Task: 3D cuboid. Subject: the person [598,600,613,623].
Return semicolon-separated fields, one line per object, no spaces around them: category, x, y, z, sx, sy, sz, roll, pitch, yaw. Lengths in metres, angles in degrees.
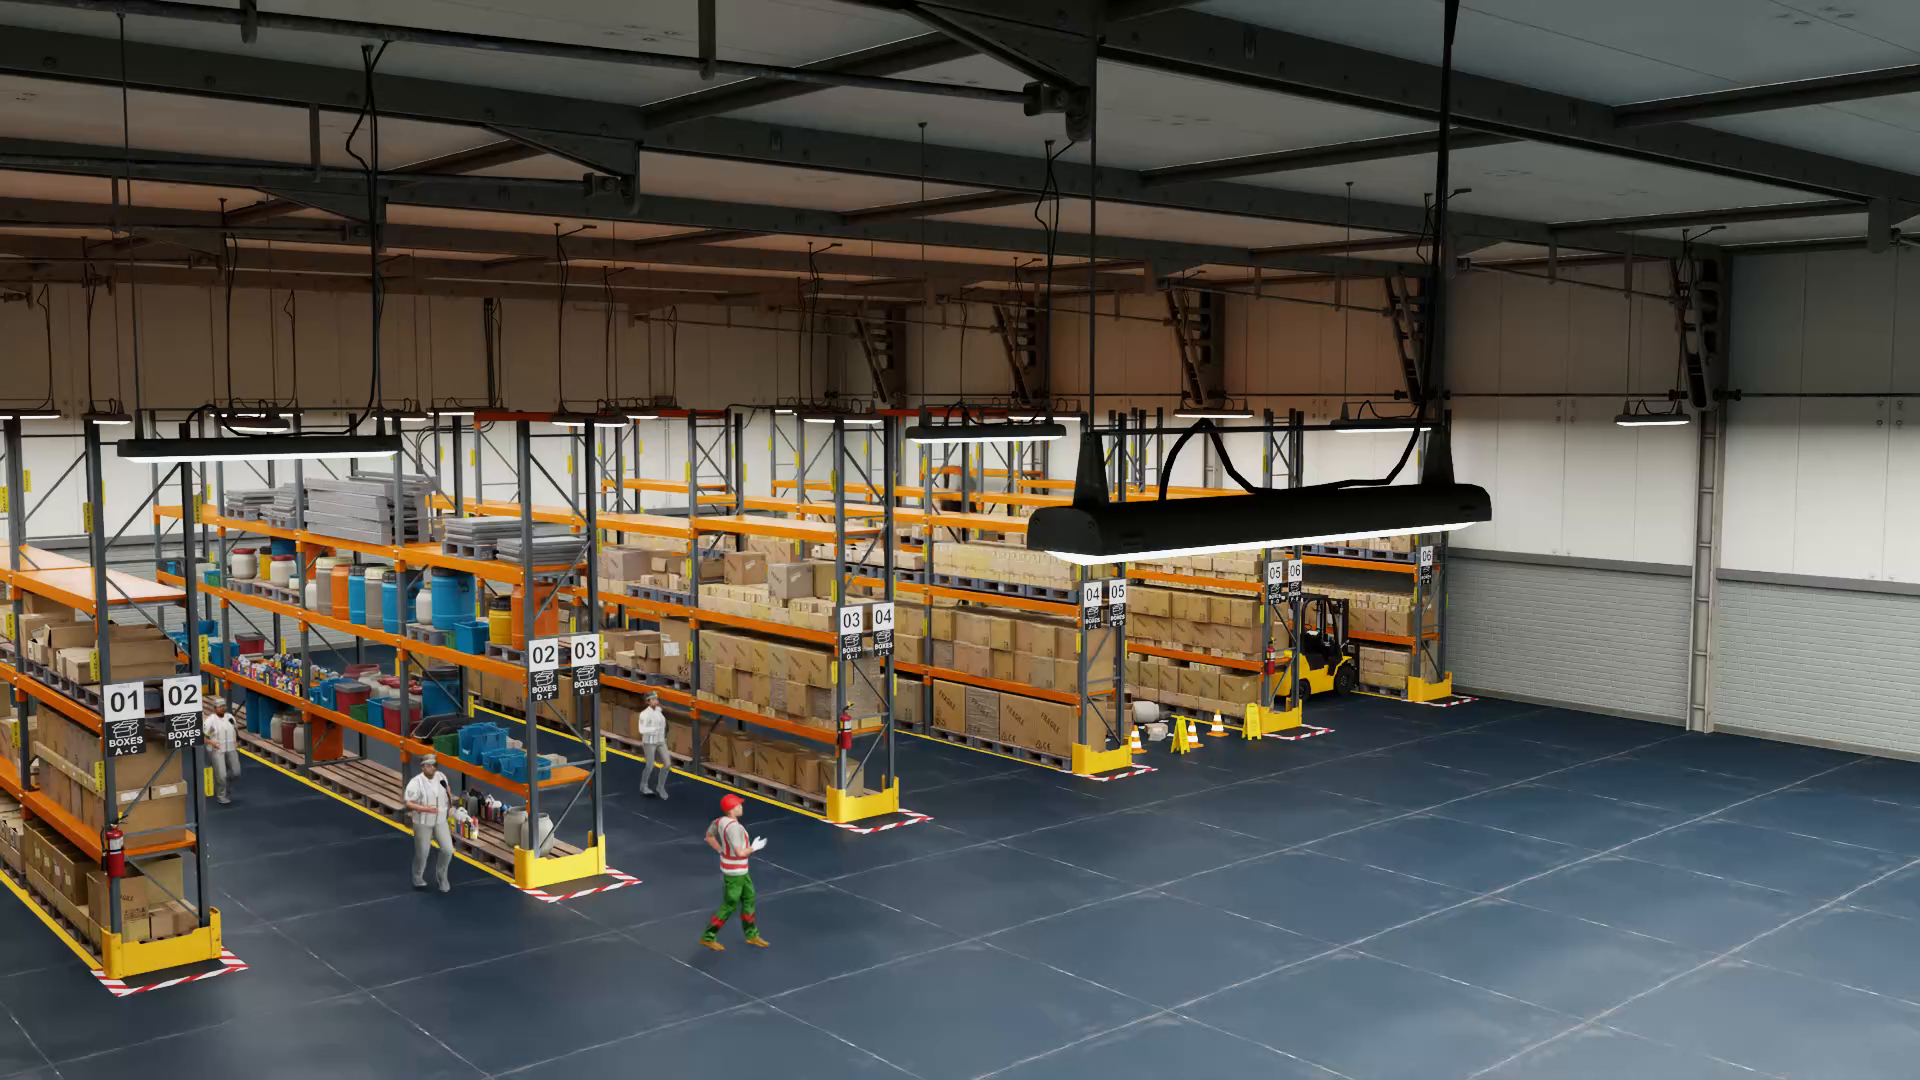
person;-8.724;1.888;41.189;0.720;1.699;0.728;-3;6;-32

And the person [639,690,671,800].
person;-4.771;3.205;26.025;0.684;1.734;0.592;5;7;45

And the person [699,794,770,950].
person;-2.551;3.765;18.784;0.828;1.819;0.639;-1;5;-16

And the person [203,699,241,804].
person;-11.419;3.263;25.752;0.542;1.617;0.603;5;7;43

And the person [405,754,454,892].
person;-6.719;3.610;21.155;0.689;1.842;0.743;-5;7;-42
